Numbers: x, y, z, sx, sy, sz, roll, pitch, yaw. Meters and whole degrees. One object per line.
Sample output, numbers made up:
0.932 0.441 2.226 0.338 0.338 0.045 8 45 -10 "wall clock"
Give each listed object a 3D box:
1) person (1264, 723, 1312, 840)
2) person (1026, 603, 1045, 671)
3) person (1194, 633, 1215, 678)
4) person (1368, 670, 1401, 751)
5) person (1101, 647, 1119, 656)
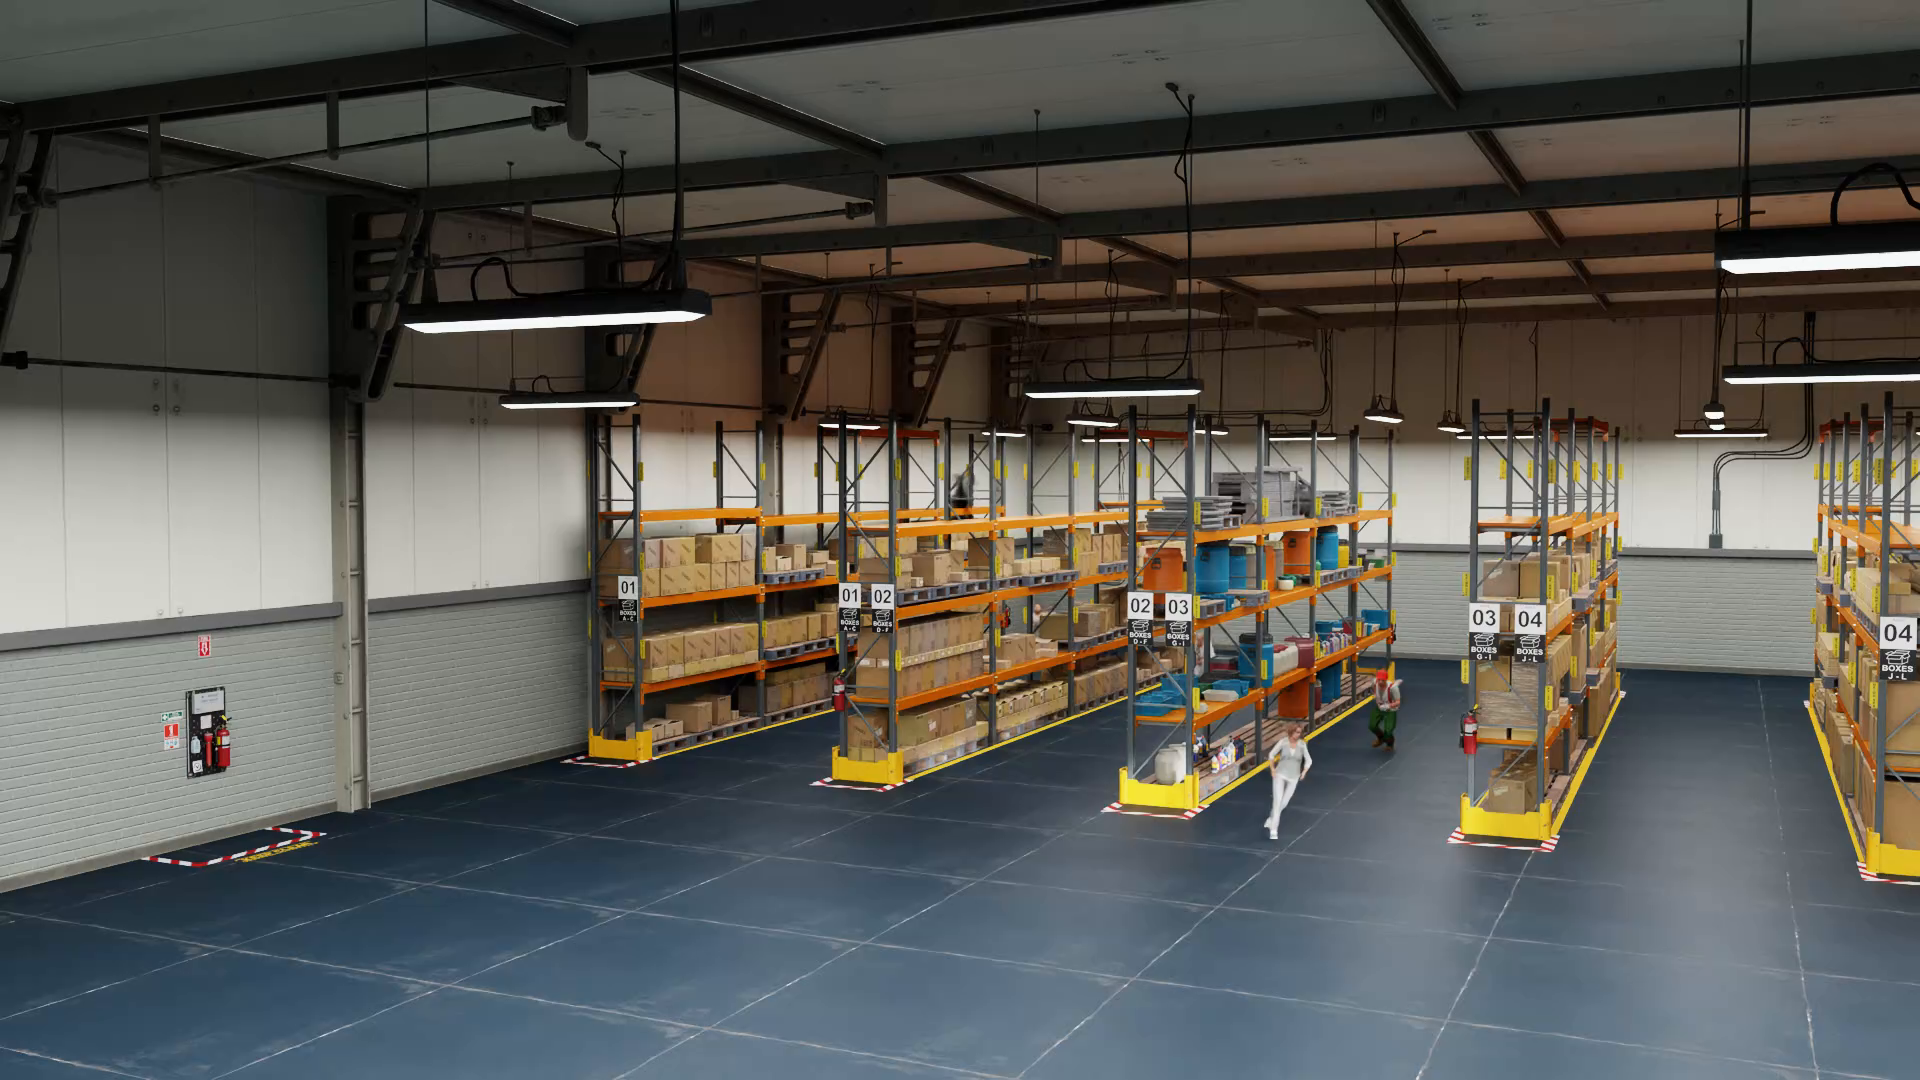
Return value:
4.515 3.285 22.889 0.635 1.543 0.771 0 2 -3 "person"
1.962 2.409 41.929 0.581 1.673 0.951 0 2 10 "person"
5.199 2.733 35.149 0.706 1.608 1.186 2 3 37 "person"
7.514 3.019 29.479 0.713 1.514 0.957 2 3 38 "person"
4.059 2.393 43.884 0.694 1.681 0.661 2 3 43 "person"
